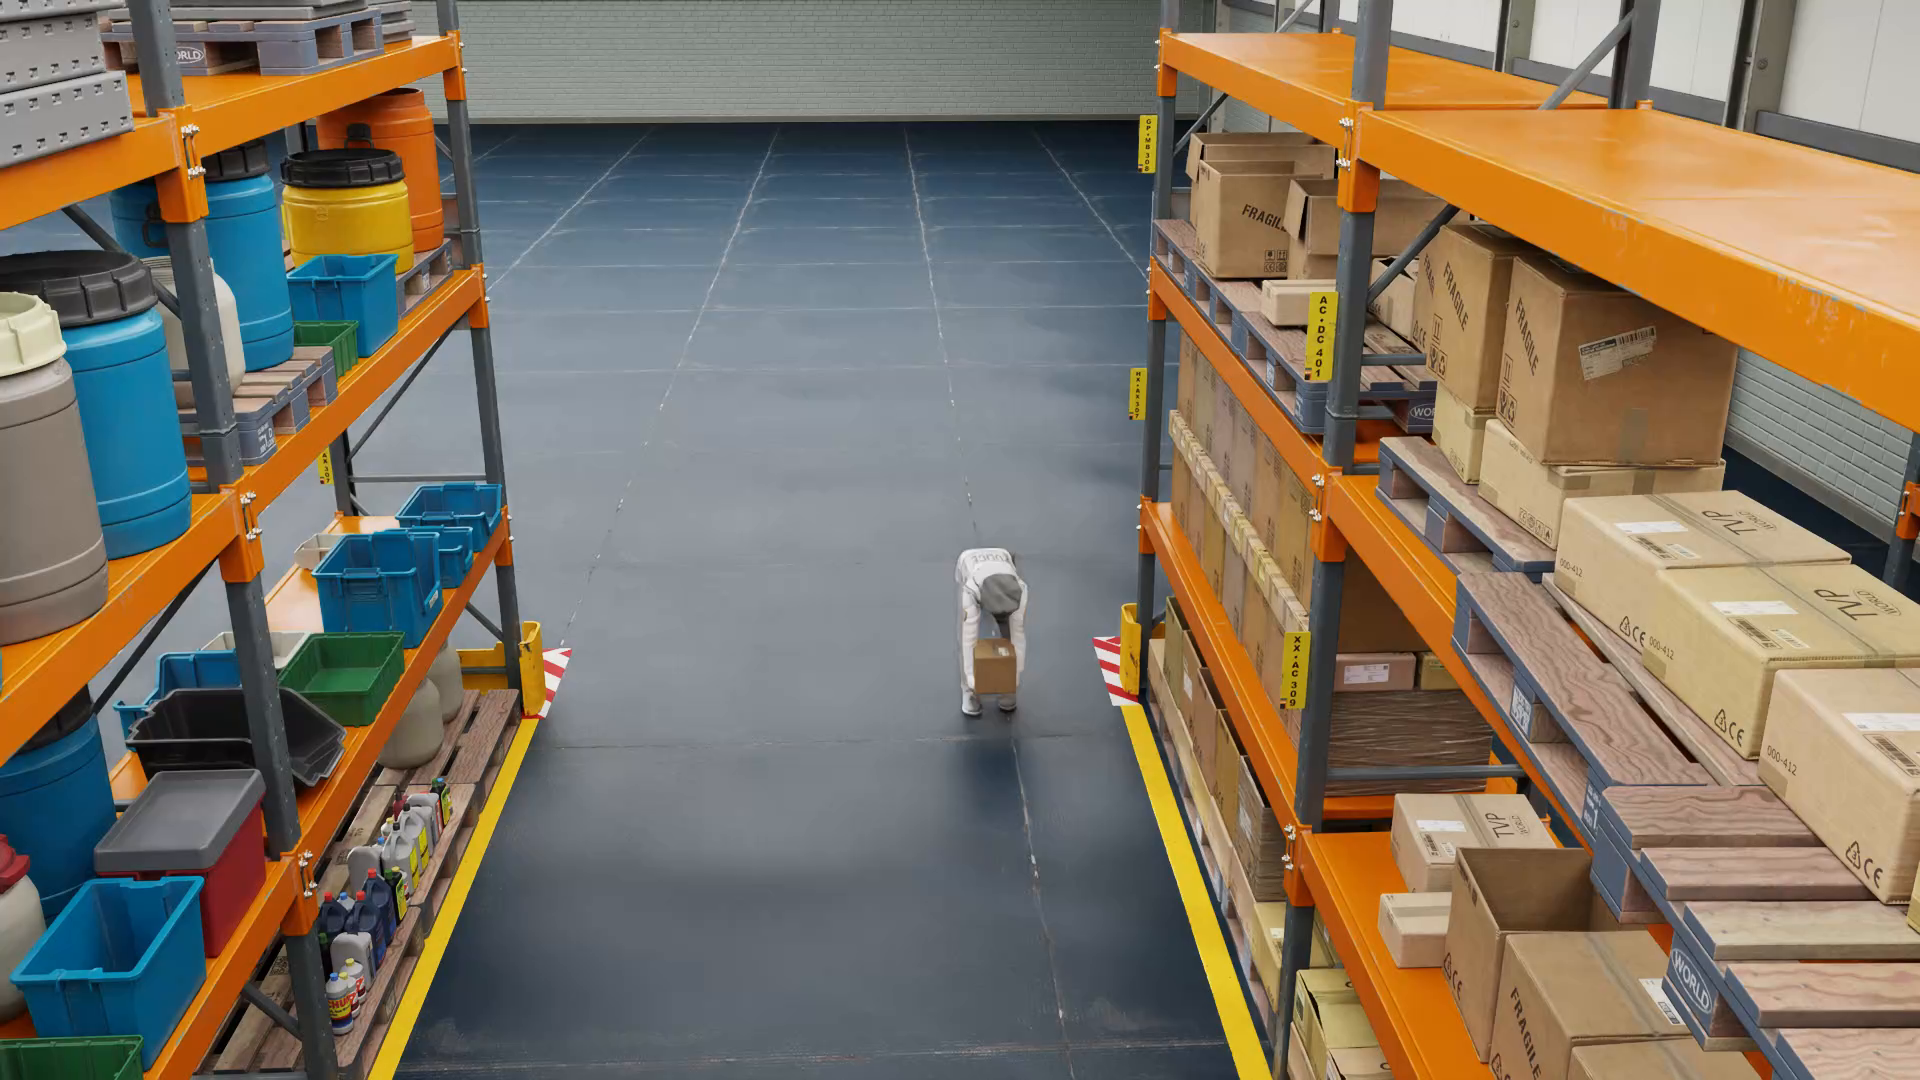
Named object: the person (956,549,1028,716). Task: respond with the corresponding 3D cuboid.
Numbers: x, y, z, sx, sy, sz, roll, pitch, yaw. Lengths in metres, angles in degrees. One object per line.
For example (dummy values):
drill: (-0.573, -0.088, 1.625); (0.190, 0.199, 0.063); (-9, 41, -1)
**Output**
person: (0.202, 0.604, 10.263); (0.408, 1.108, 0.926); (-3, 21, -7)
